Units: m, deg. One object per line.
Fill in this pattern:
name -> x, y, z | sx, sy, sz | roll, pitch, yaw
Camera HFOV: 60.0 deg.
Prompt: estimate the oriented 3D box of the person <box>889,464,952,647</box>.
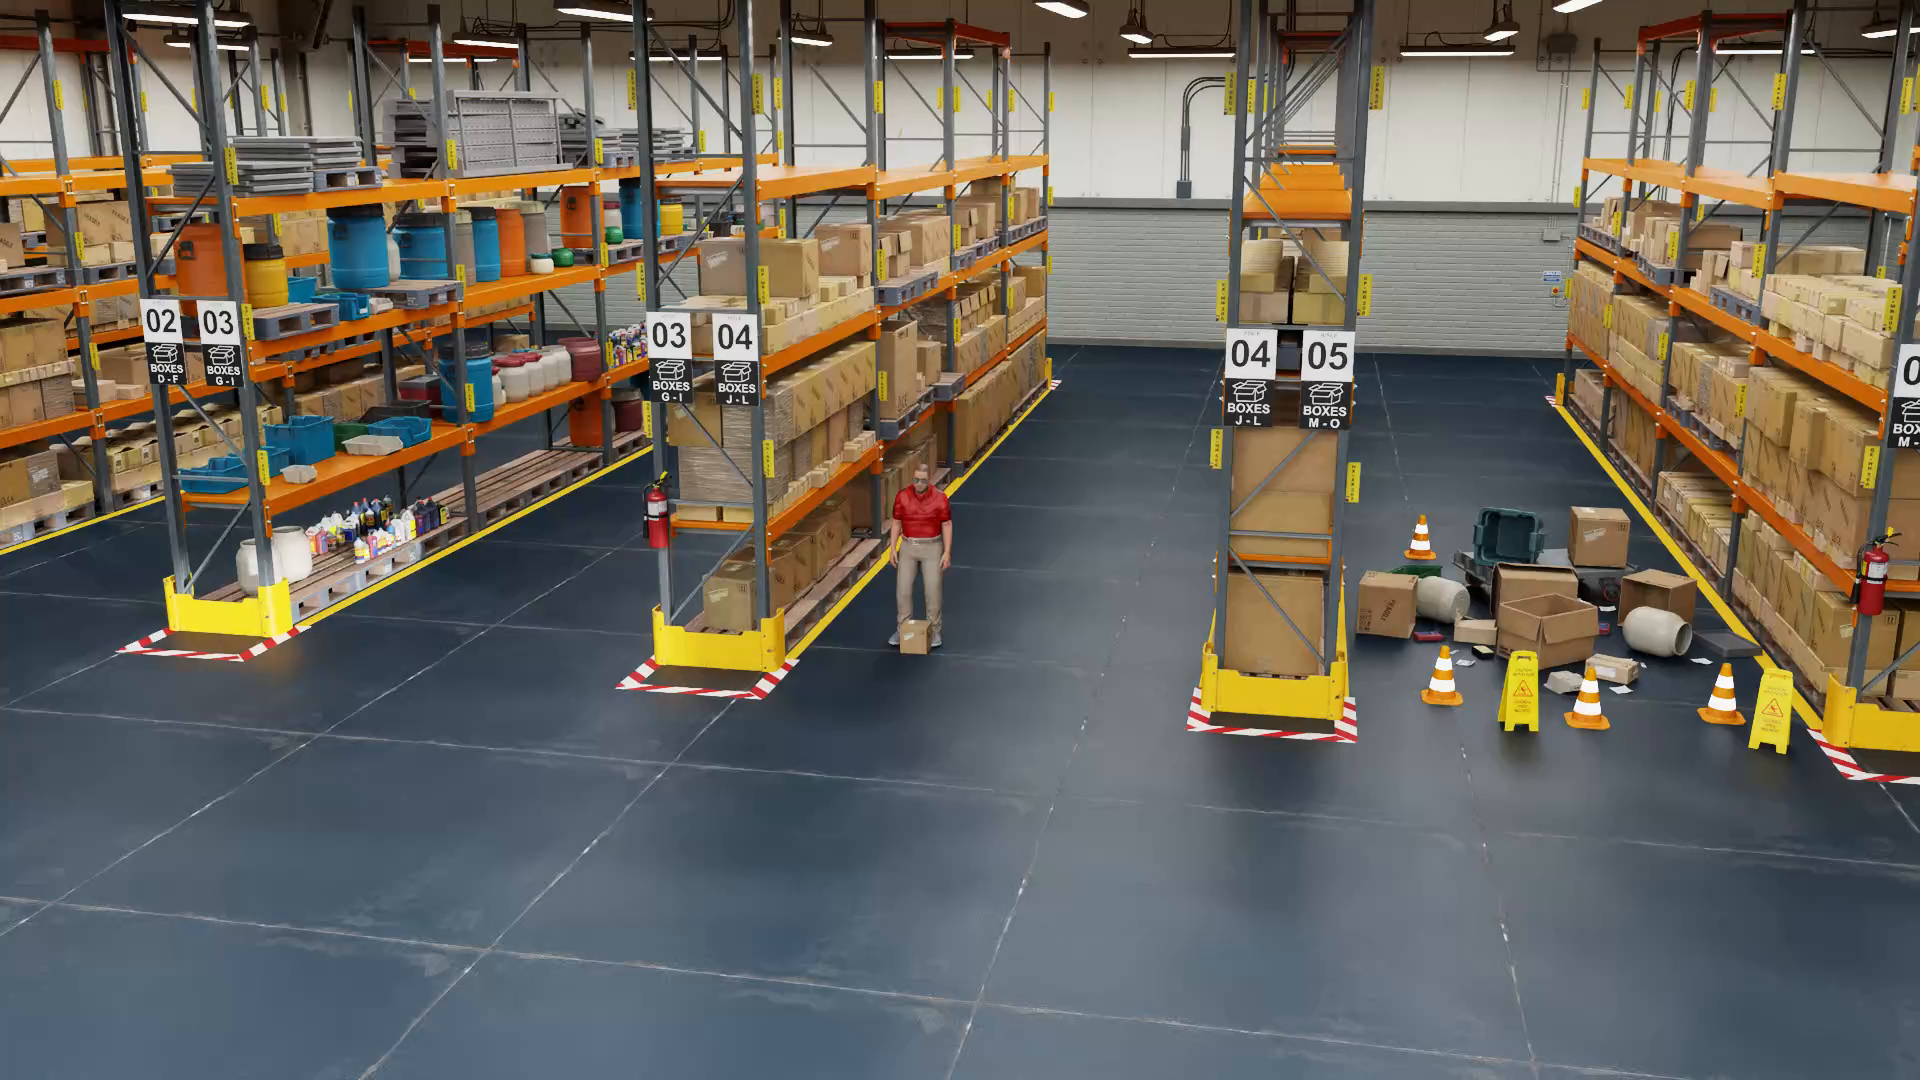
person -> -0.369, 0.123, 15.563 | 0.588, 1.726, 0.390 | 2, 15, 9
